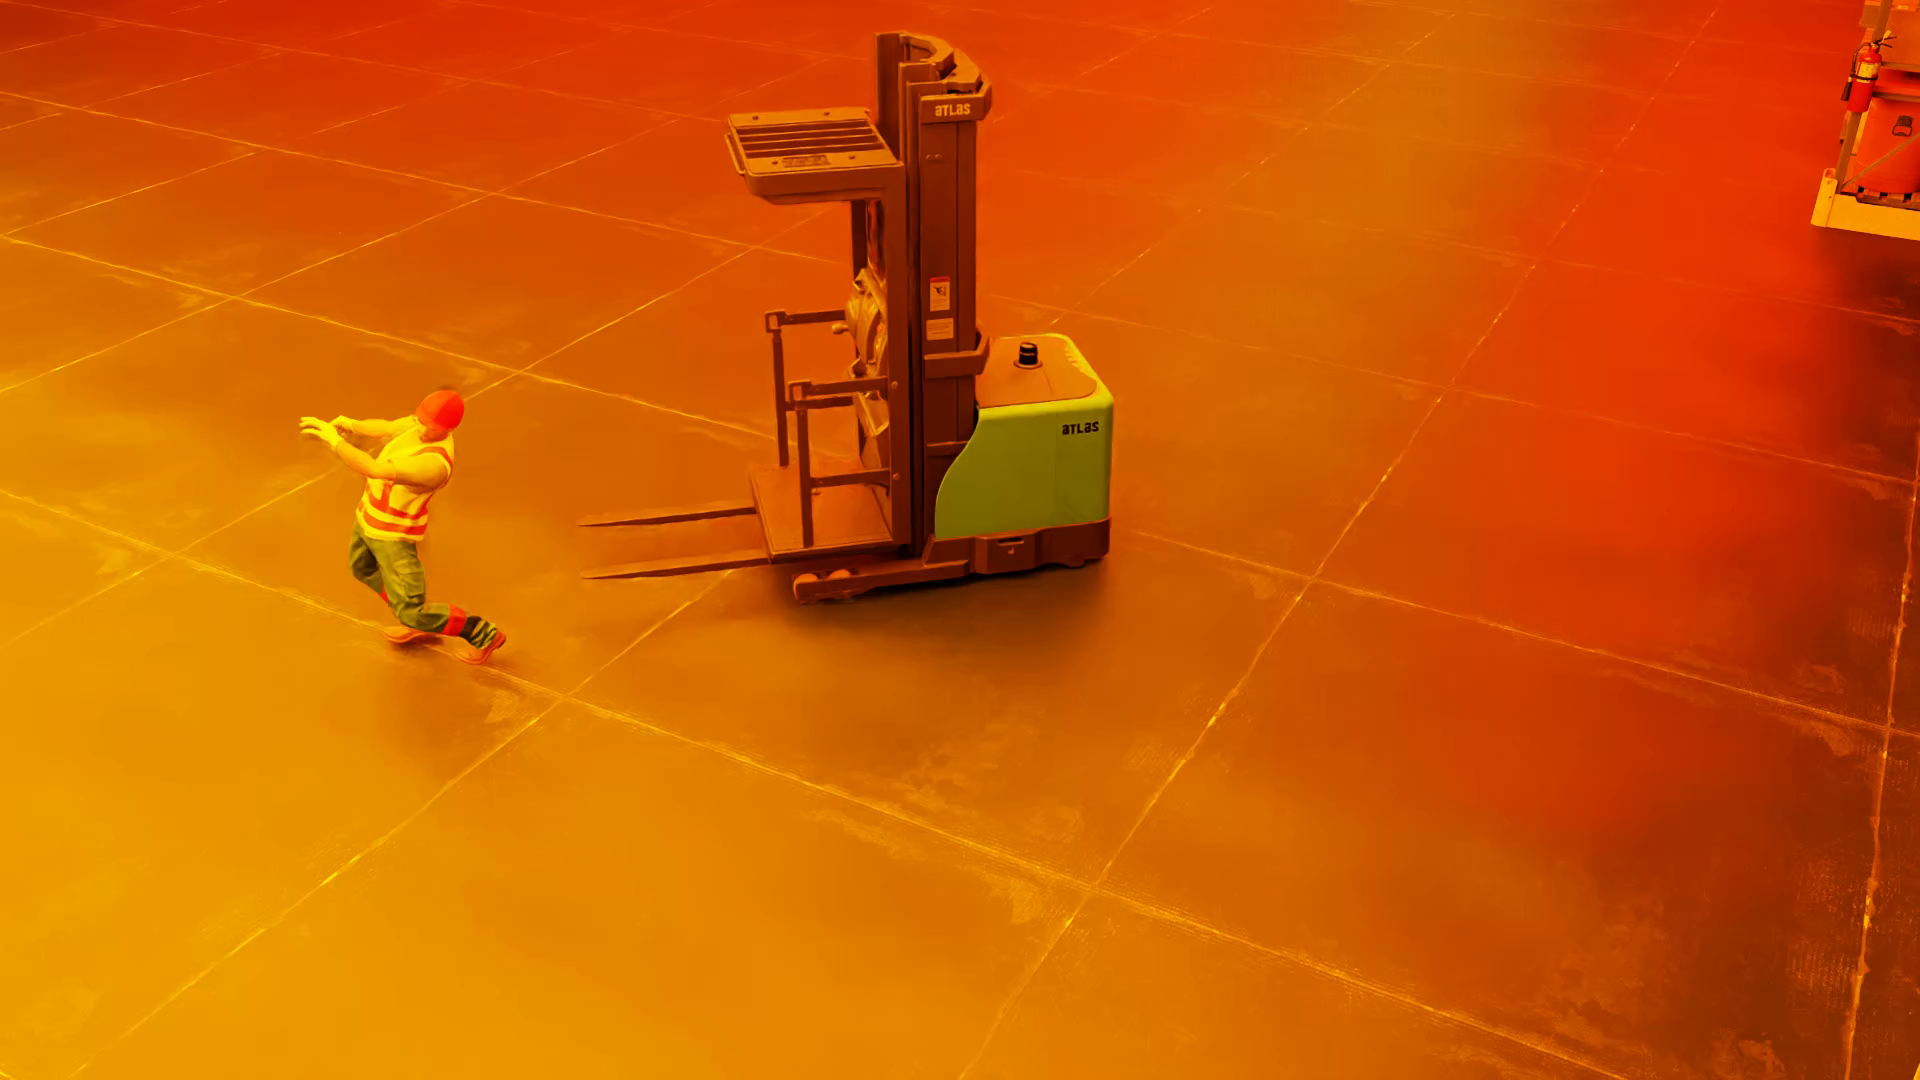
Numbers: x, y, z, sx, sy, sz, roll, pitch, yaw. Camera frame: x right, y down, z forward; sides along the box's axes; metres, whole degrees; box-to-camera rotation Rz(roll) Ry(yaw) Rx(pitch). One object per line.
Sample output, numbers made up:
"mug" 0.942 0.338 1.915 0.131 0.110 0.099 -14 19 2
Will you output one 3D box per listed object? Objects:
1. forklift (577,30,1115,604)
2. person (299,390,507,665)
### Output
"forklift" -0.694 -1.200 9.149 3.031 2.935 1.130 -7 31 -11
"person" -2.963 -0.125 8.645 0.755 1.512 1.062 -19 35 -30
